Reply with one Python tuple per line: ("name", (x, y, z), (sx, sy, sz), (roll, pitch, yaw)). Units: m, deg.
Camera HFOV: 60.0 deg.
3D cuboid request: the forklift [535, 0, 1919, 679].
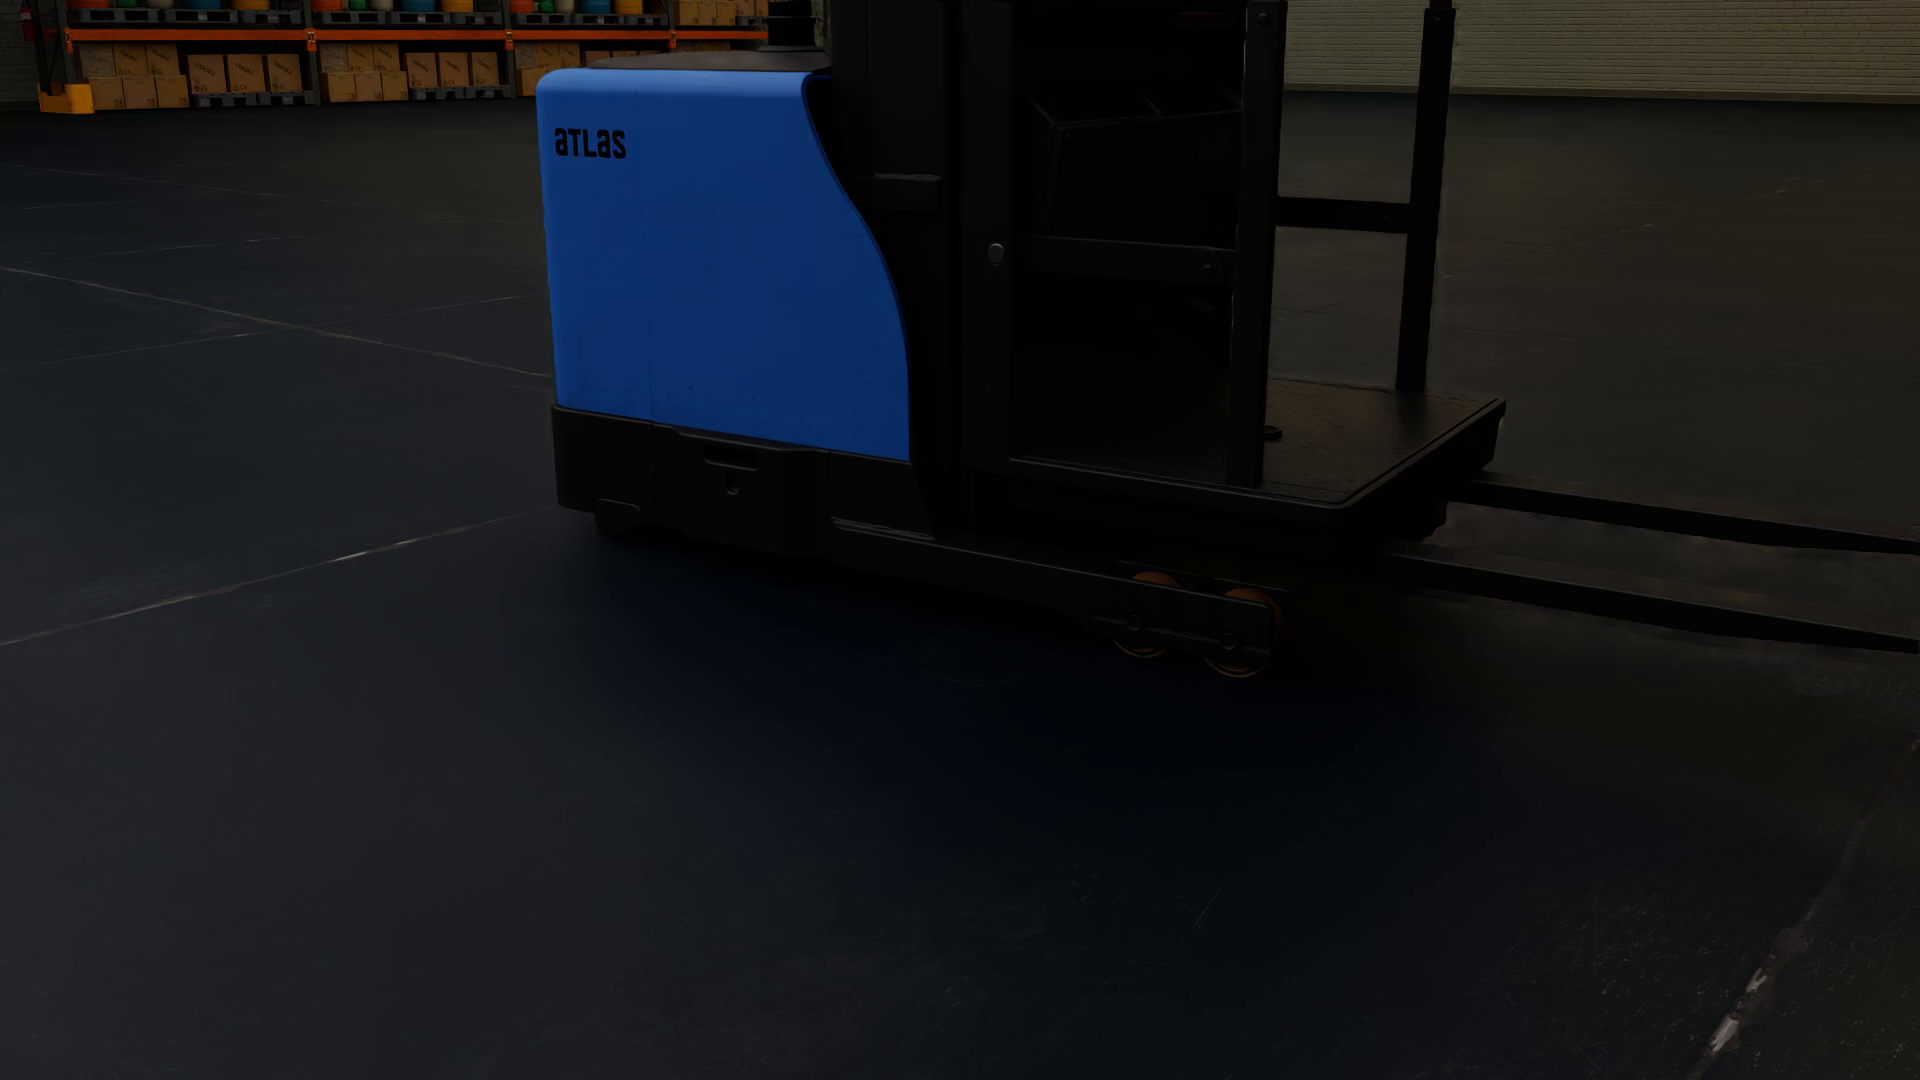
("forklift", (0.551, -1.320, 3.246), (3.031, 2.935, 1.130), (10, 20, 30))
